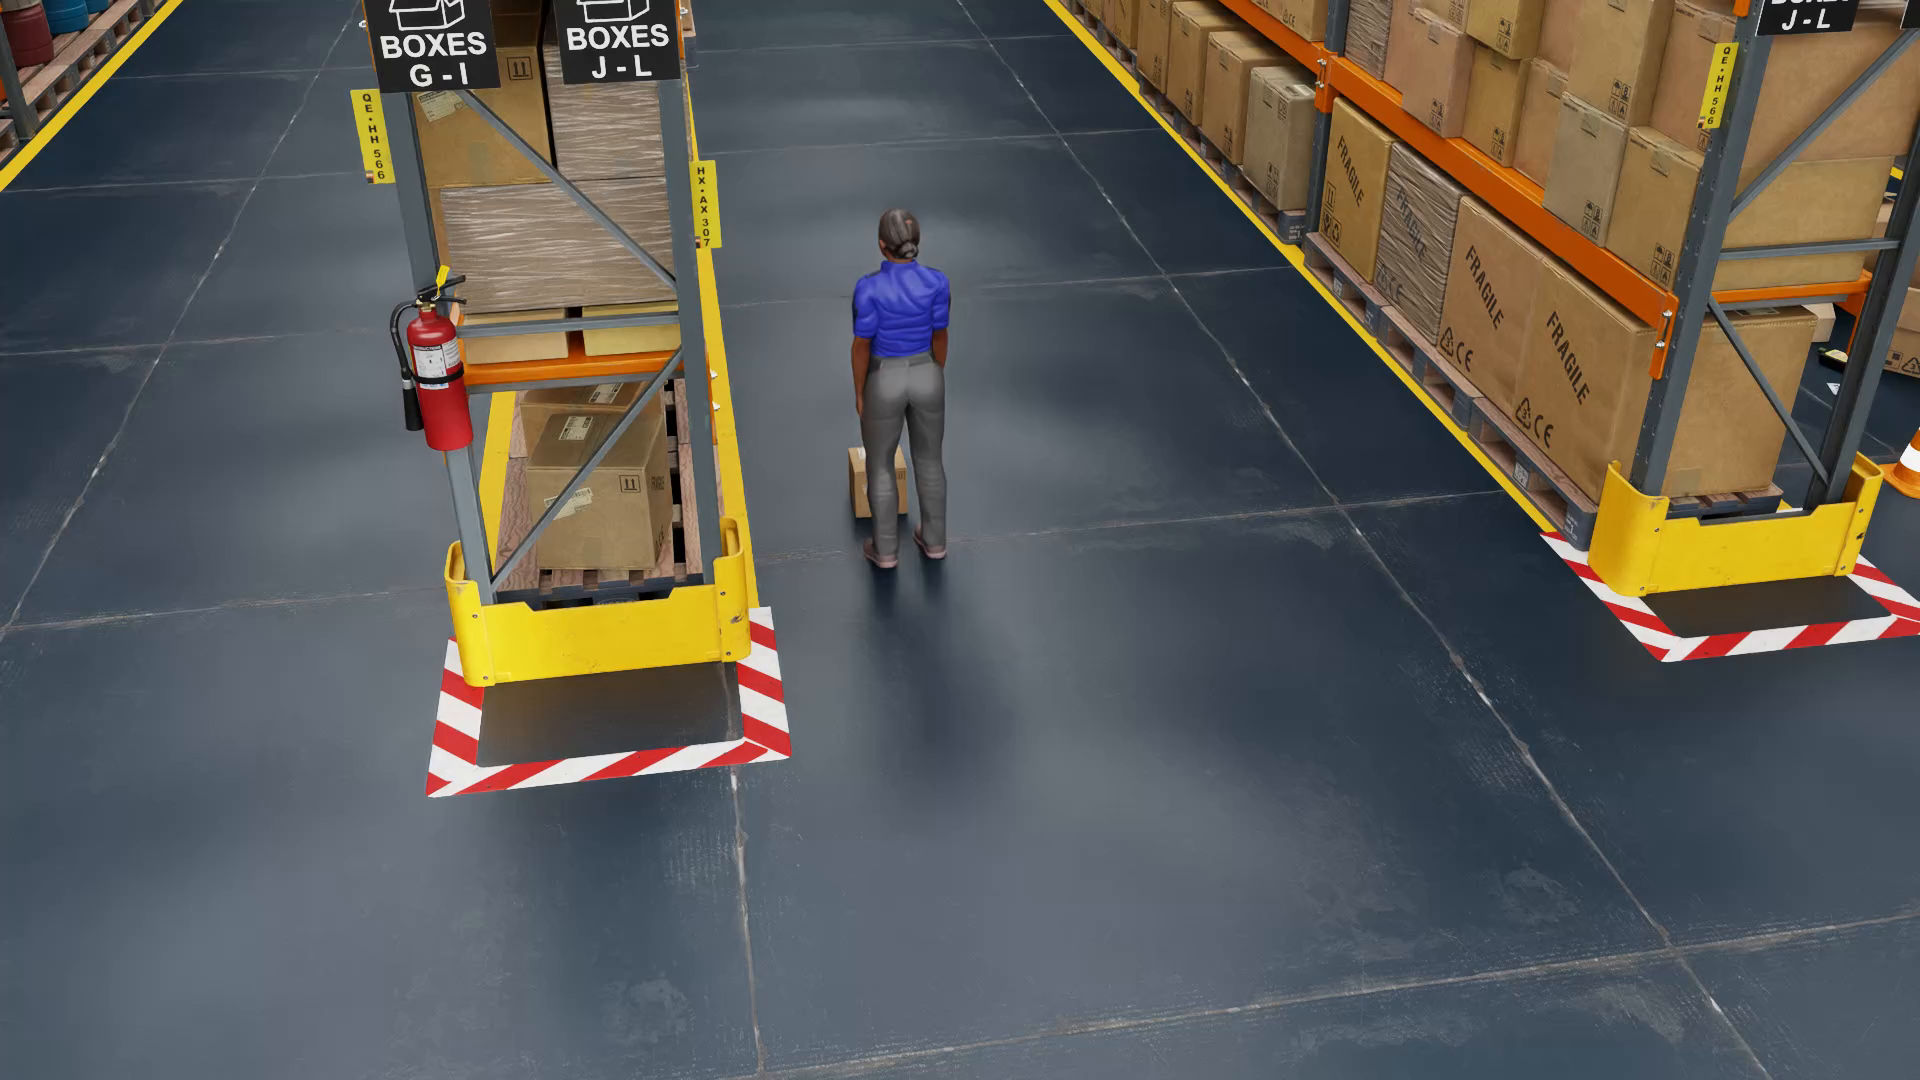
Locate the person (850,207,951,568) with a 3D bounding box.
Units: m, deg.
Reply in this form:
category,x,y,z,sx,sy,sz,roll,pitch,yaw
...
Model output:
category,x,y,z,sx,sy,sz,roll,pitch,yaw
person,-0.263,-0.650,7.242,0.437,1.674,0.322,-9,32,-15
